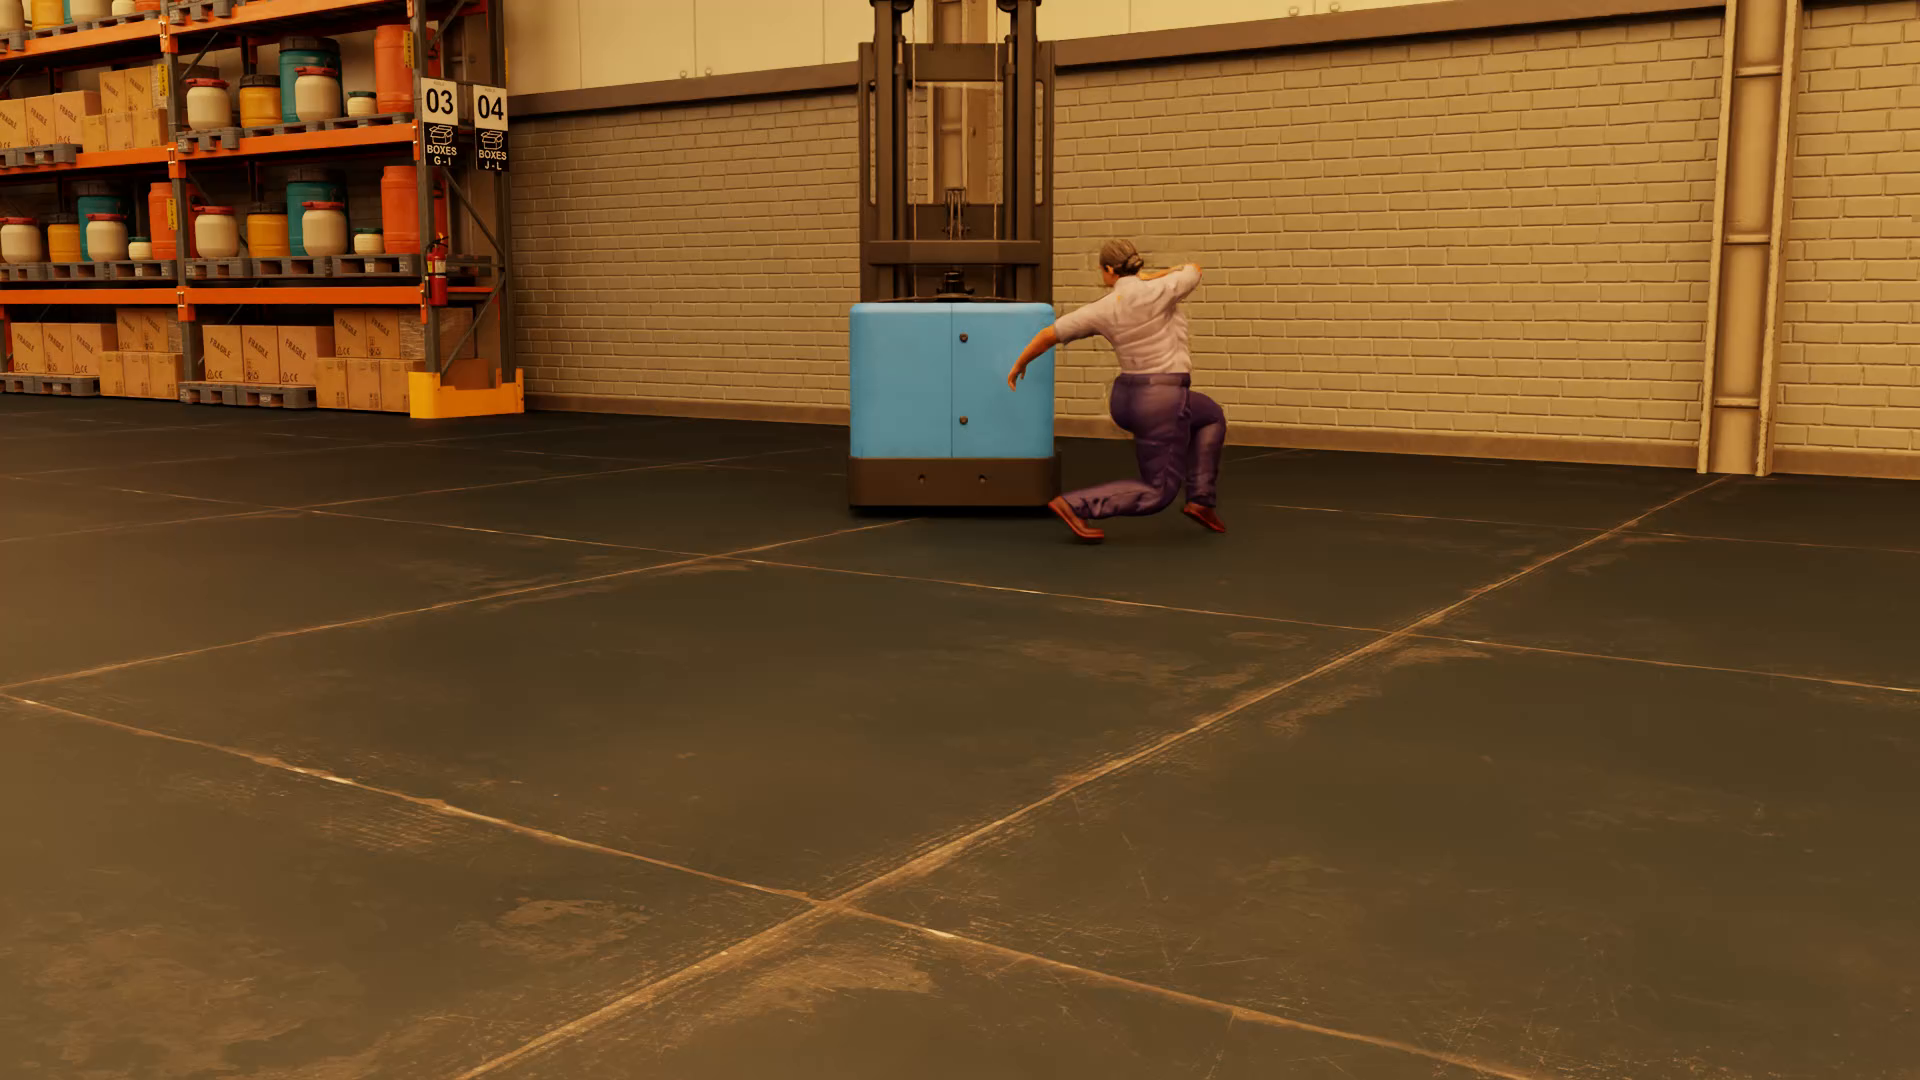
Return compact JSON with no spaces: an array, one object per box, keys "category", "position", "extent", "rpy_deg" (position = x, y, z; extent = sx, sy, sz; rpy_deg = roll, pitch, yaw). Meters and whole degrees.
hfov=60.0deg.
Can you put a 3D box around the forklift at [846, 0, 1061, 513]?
[{"category":"forklift","position":[-0.016,-1.761,9.577],"extent":[1.130,2.935,3.031],"rpy_deg":[0,8,1]}]

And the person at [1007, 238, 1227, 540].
[{"category":"person","position":[0.756,-0.694,7.724],"extent":[0.950,1.362,0.842],"rpy_deg":[-5,10,-32]}]
